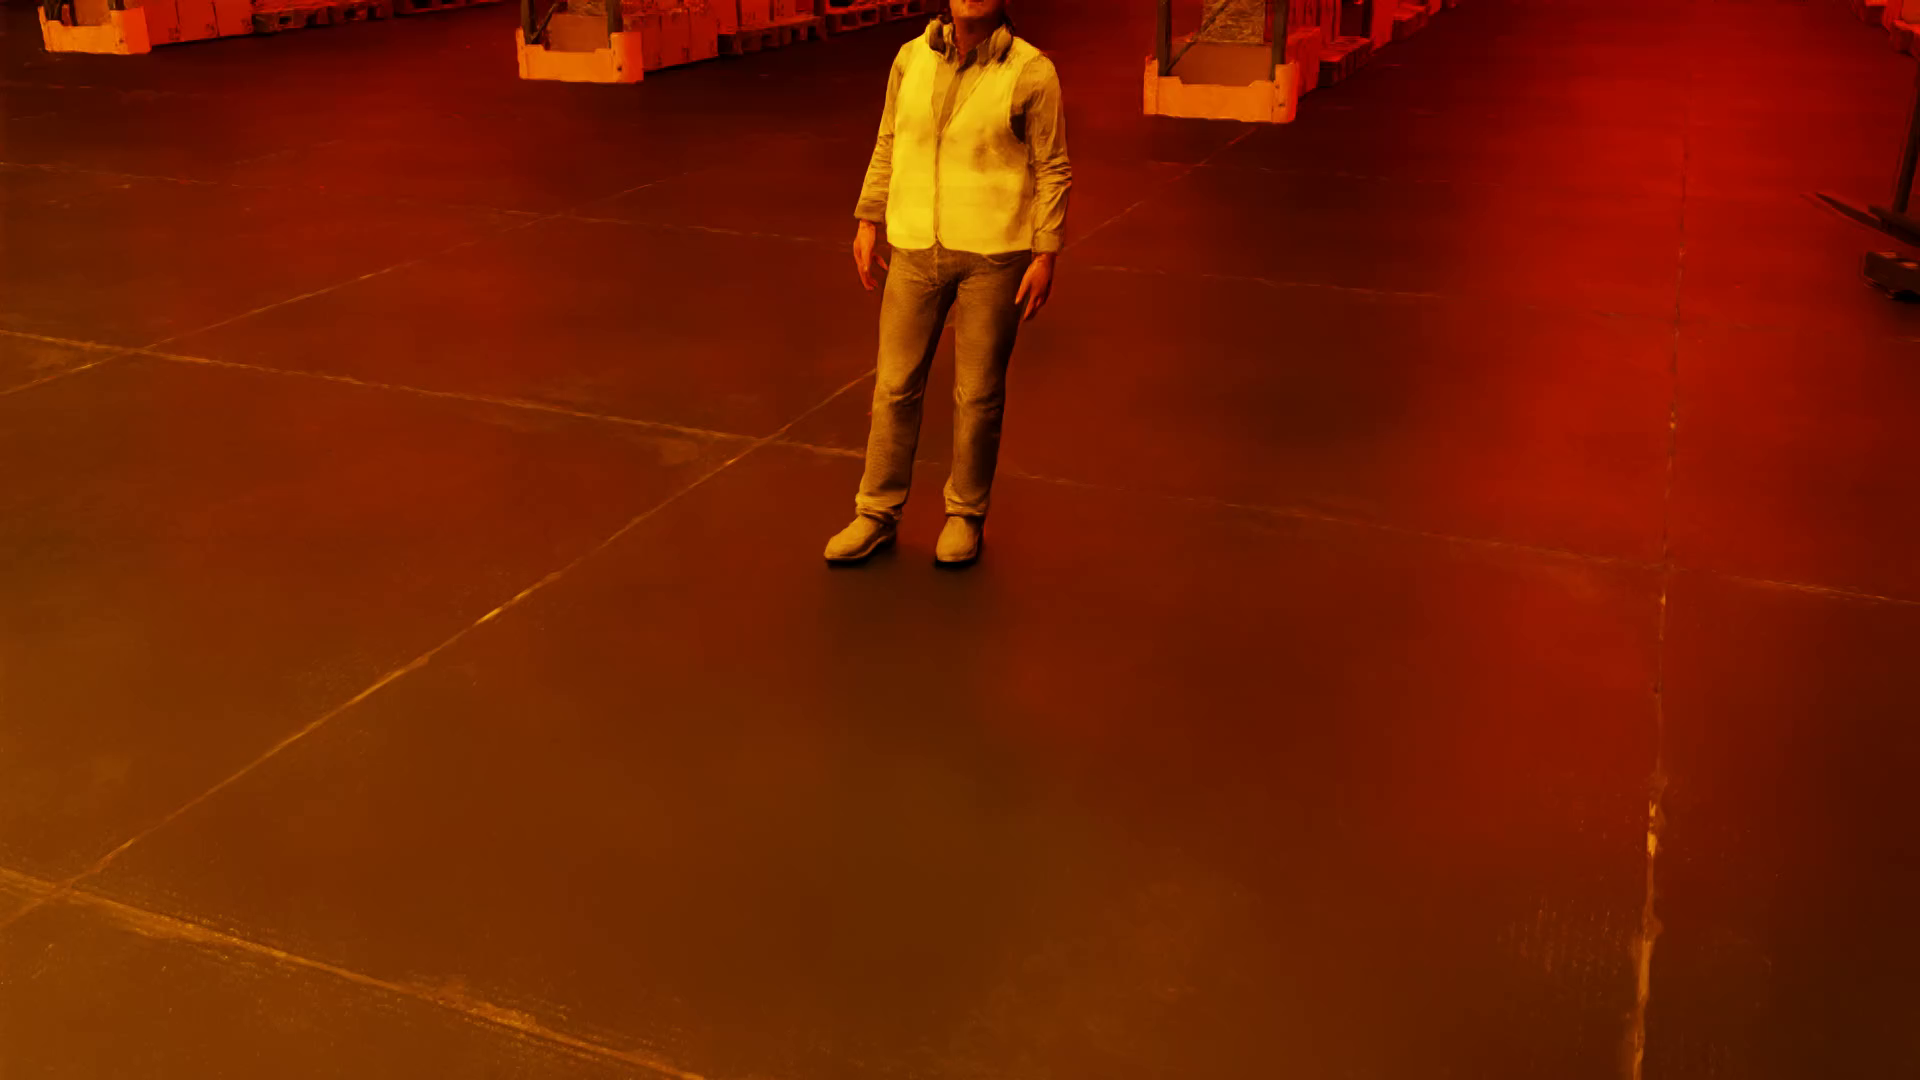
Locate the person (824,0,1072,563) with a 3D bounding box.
[{"bbox_3d":[-0.031,-0.804,4.698,0.632,1.773,0.567,9,24,21],"label":"person"}]

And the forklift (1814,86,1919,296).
[{"bbox_3d":[4.938,-2.469,7.198,1.130,2.935,3.031,1,23,2],"label":"forklift"}]
